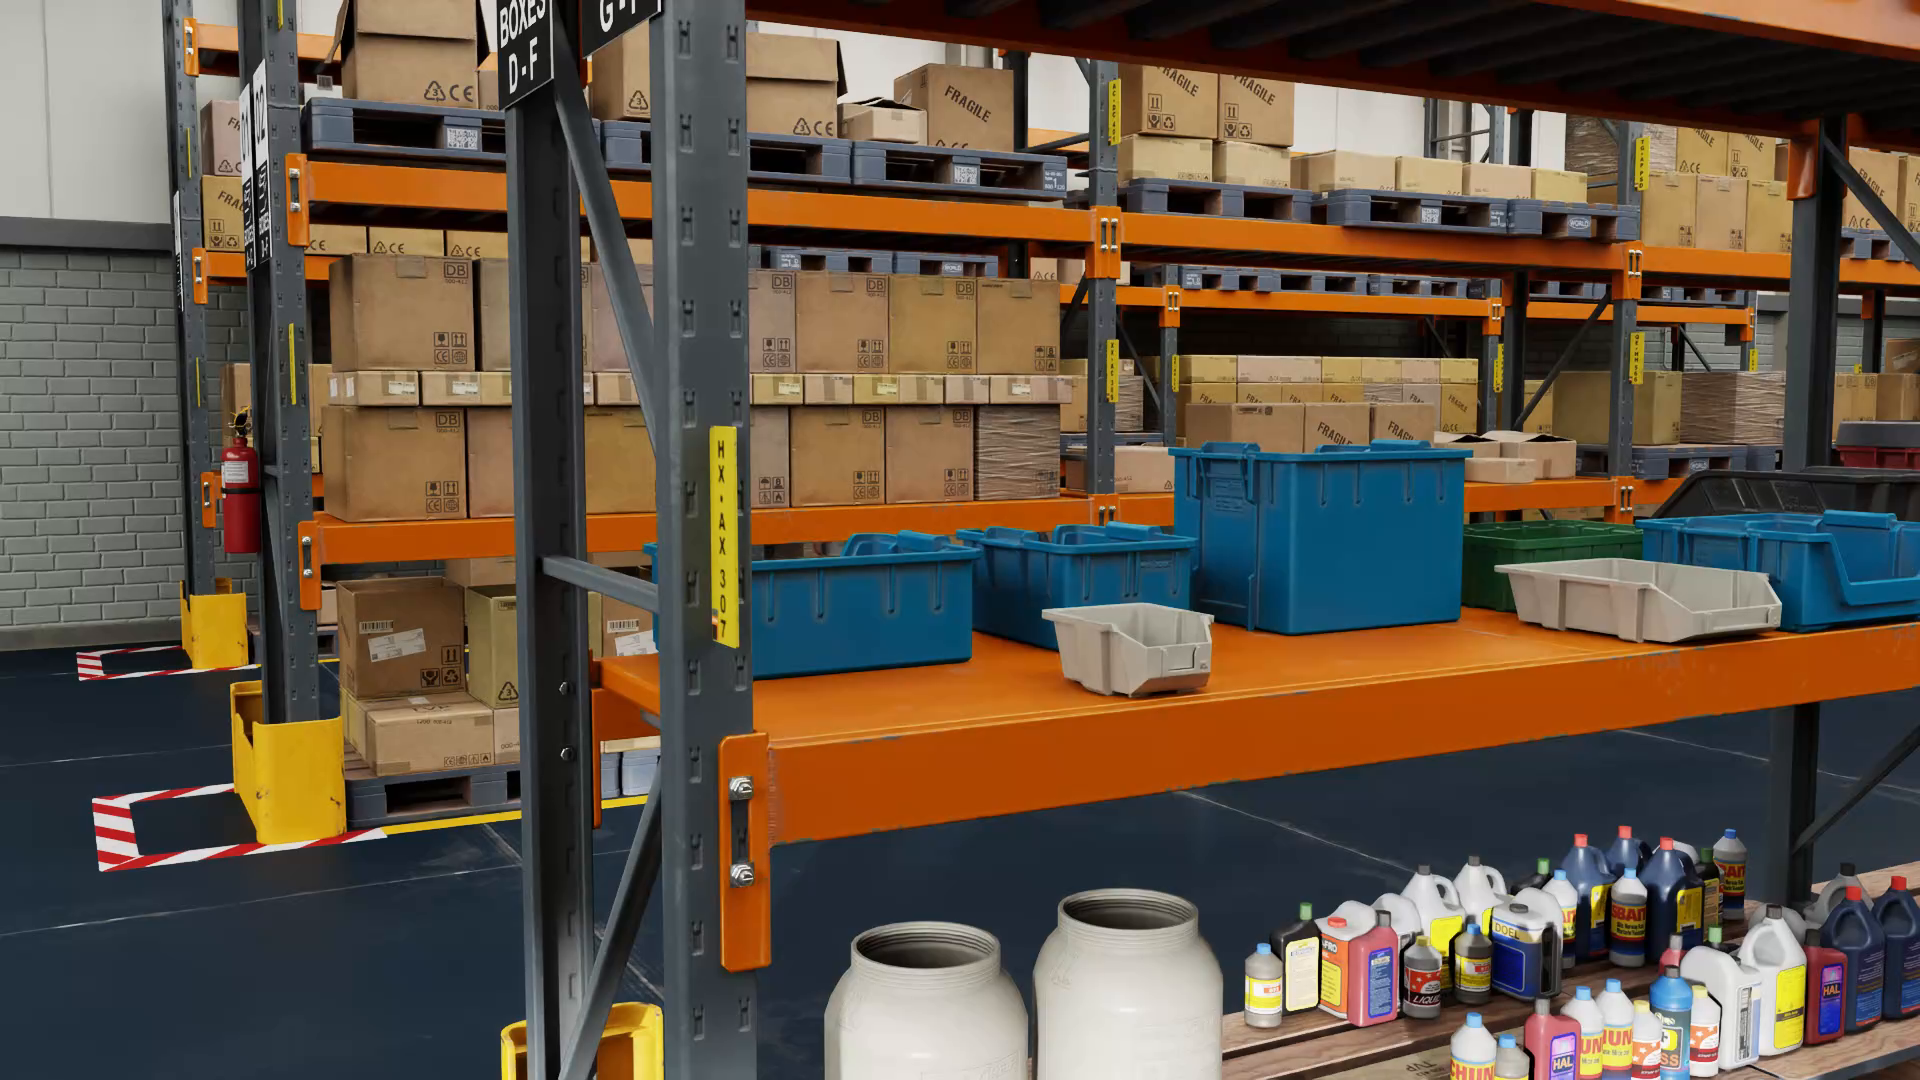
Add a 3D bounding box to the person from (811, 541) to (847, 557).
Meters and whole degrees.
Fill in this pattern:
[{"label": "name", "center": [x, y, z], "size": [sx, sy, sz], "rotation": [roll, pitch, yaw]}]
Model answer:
[{"label": "person", "center": [-0.853, -0.089, 11.982], "size": [0.630, 1.764, 0.570], "rotation": [-3, 6, -34]}]
